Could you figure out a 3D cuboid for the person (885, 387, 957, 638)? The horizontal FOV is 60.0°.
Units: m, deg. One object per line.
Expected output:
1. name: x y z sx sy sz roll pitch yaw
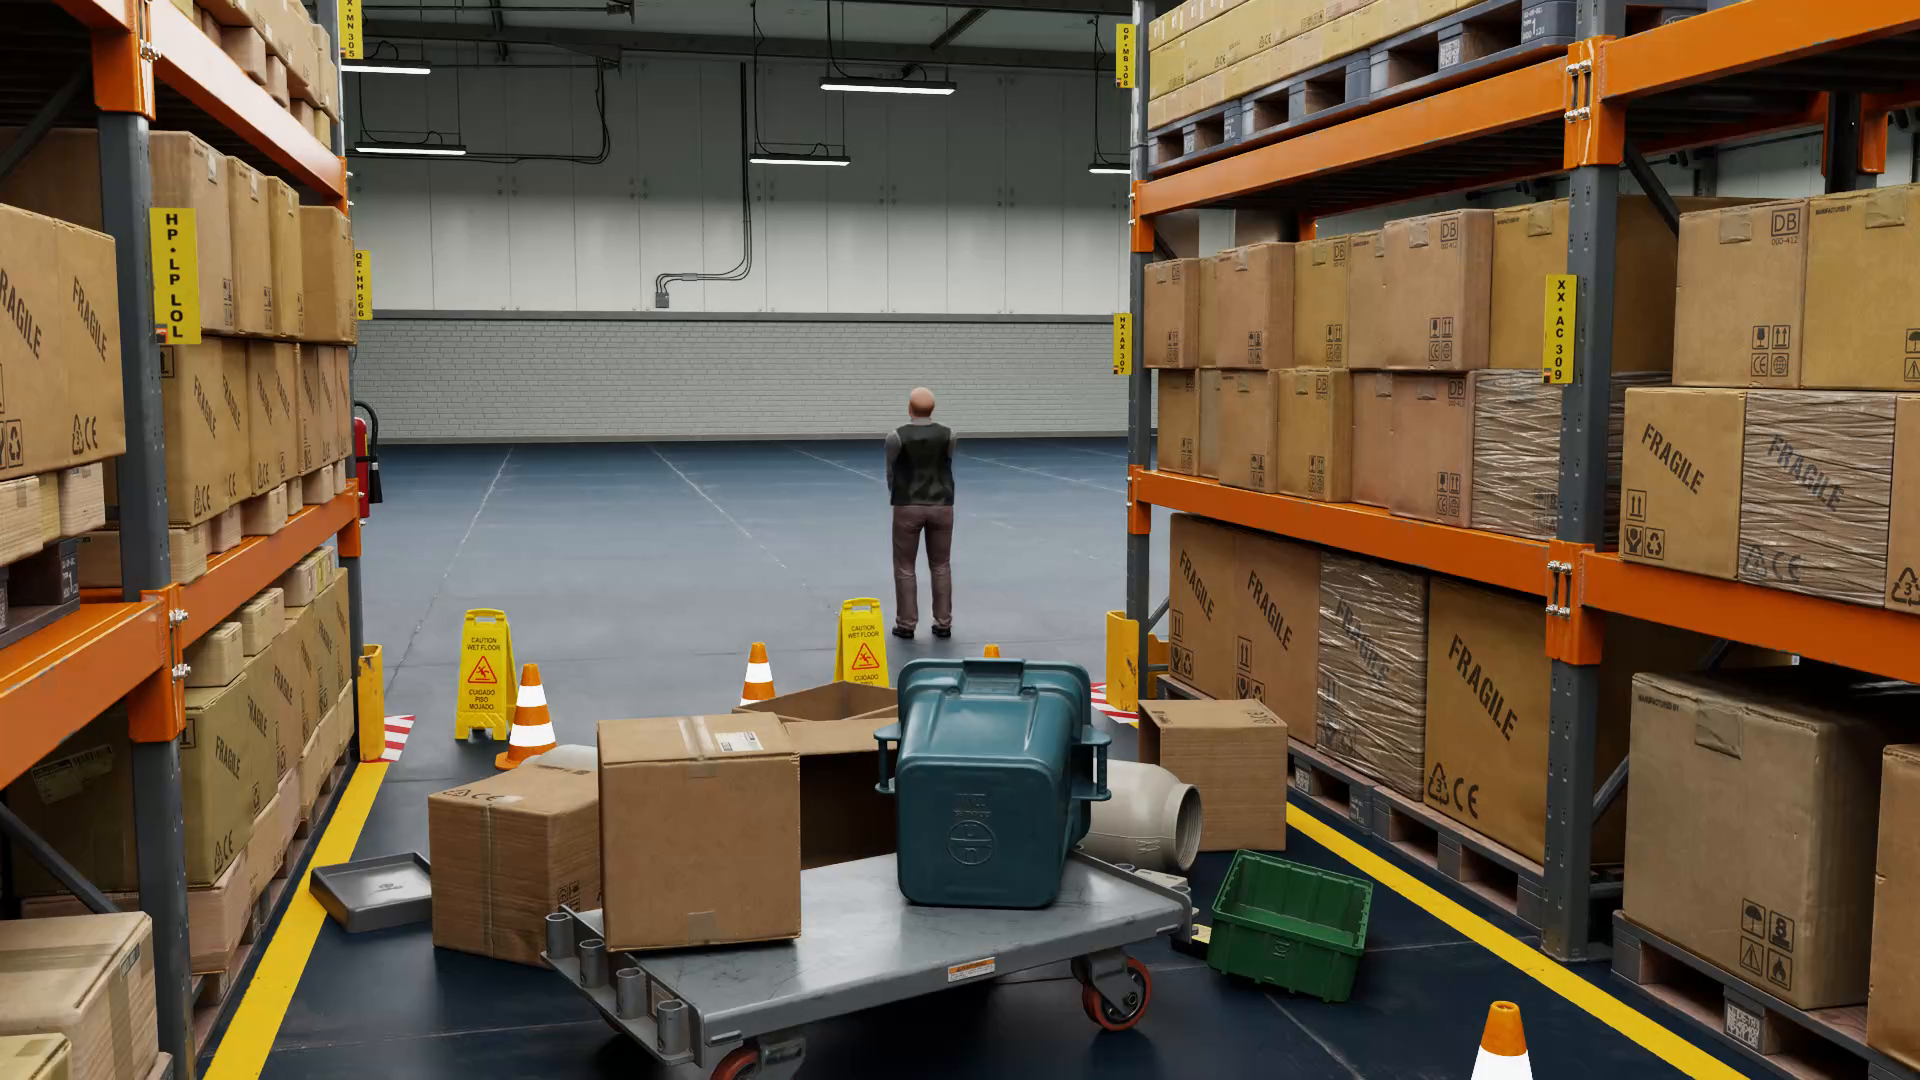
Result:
1. person: -0.292 -0.199 11.475 0.494 1.711 0.551 -1 6 -13
